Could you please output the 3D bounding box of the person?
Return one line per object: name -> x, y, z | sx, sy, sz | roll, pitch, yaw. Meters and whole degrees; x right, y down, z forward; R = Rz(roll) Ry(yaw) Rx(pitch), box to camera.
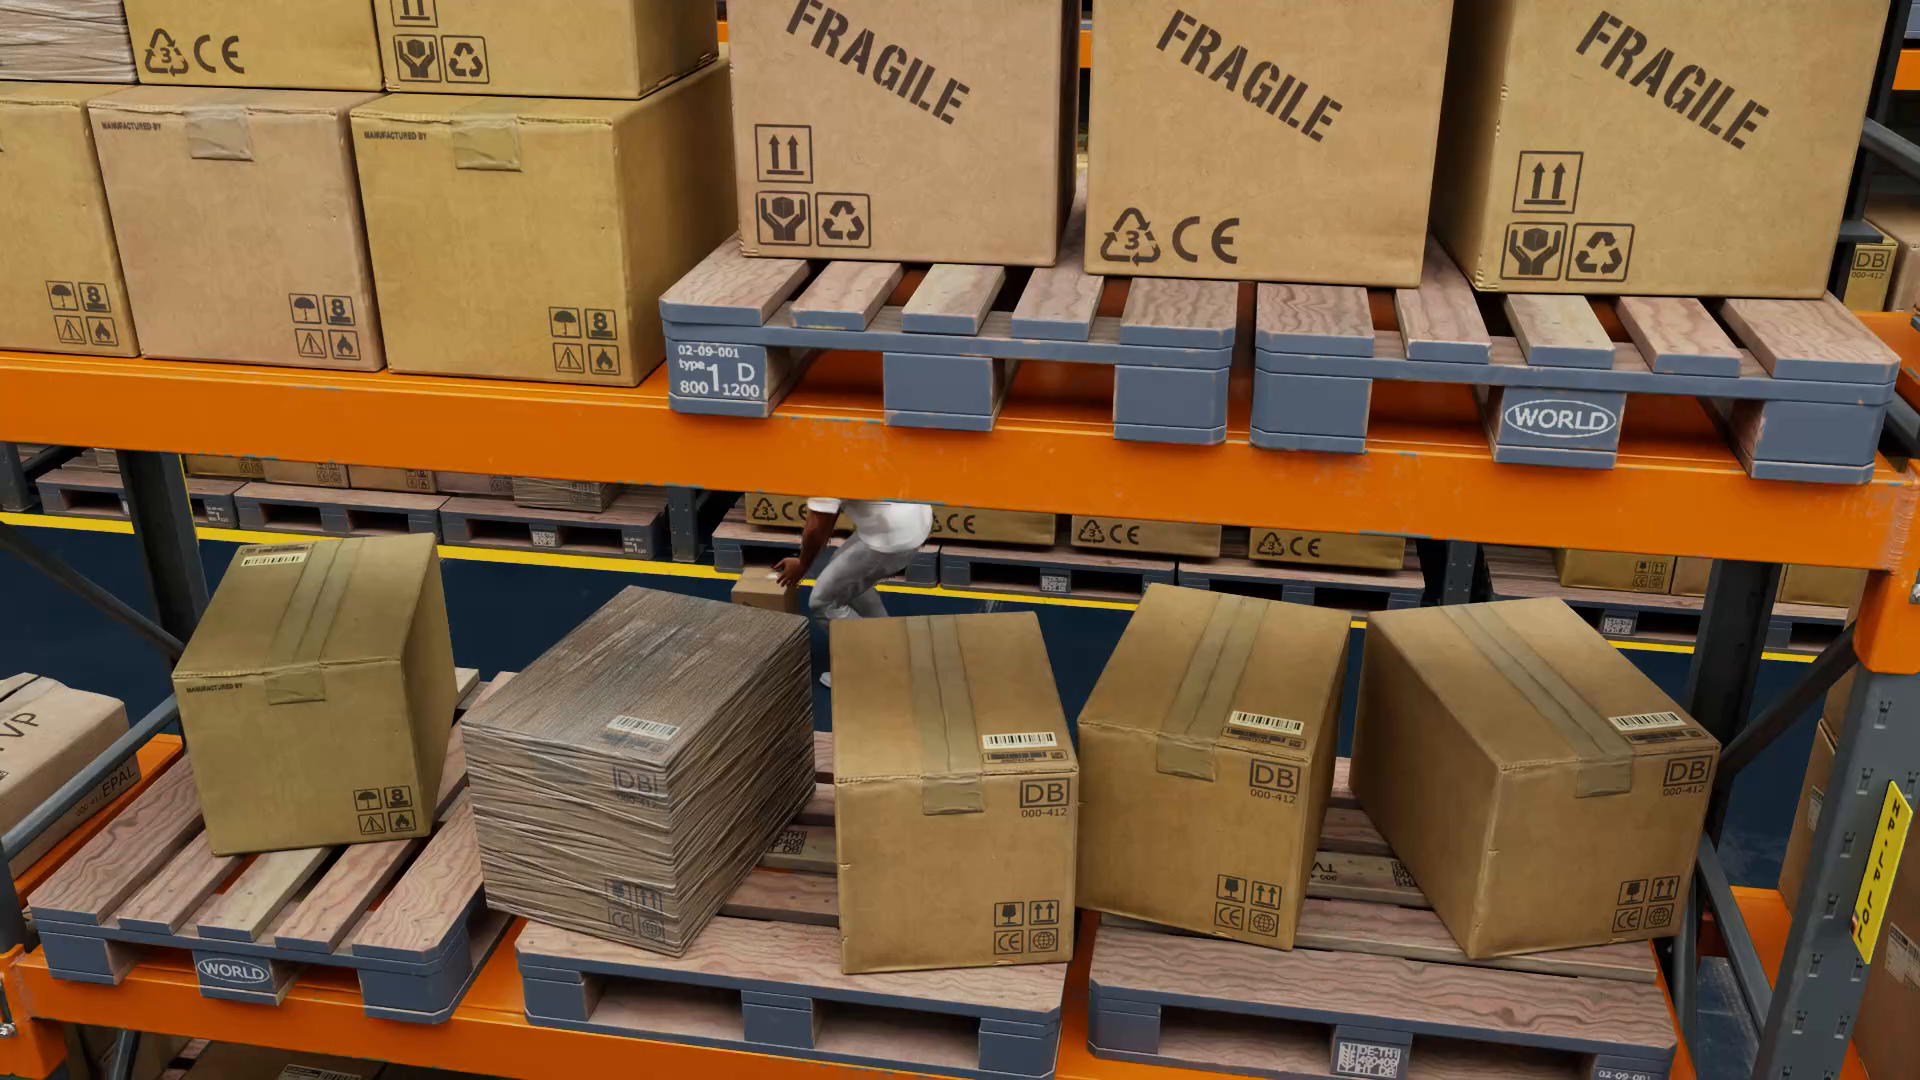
person -> -0.498, -0.023, 7.492 | 0.727, 1.462, 0.630 | 5, 25, 10
